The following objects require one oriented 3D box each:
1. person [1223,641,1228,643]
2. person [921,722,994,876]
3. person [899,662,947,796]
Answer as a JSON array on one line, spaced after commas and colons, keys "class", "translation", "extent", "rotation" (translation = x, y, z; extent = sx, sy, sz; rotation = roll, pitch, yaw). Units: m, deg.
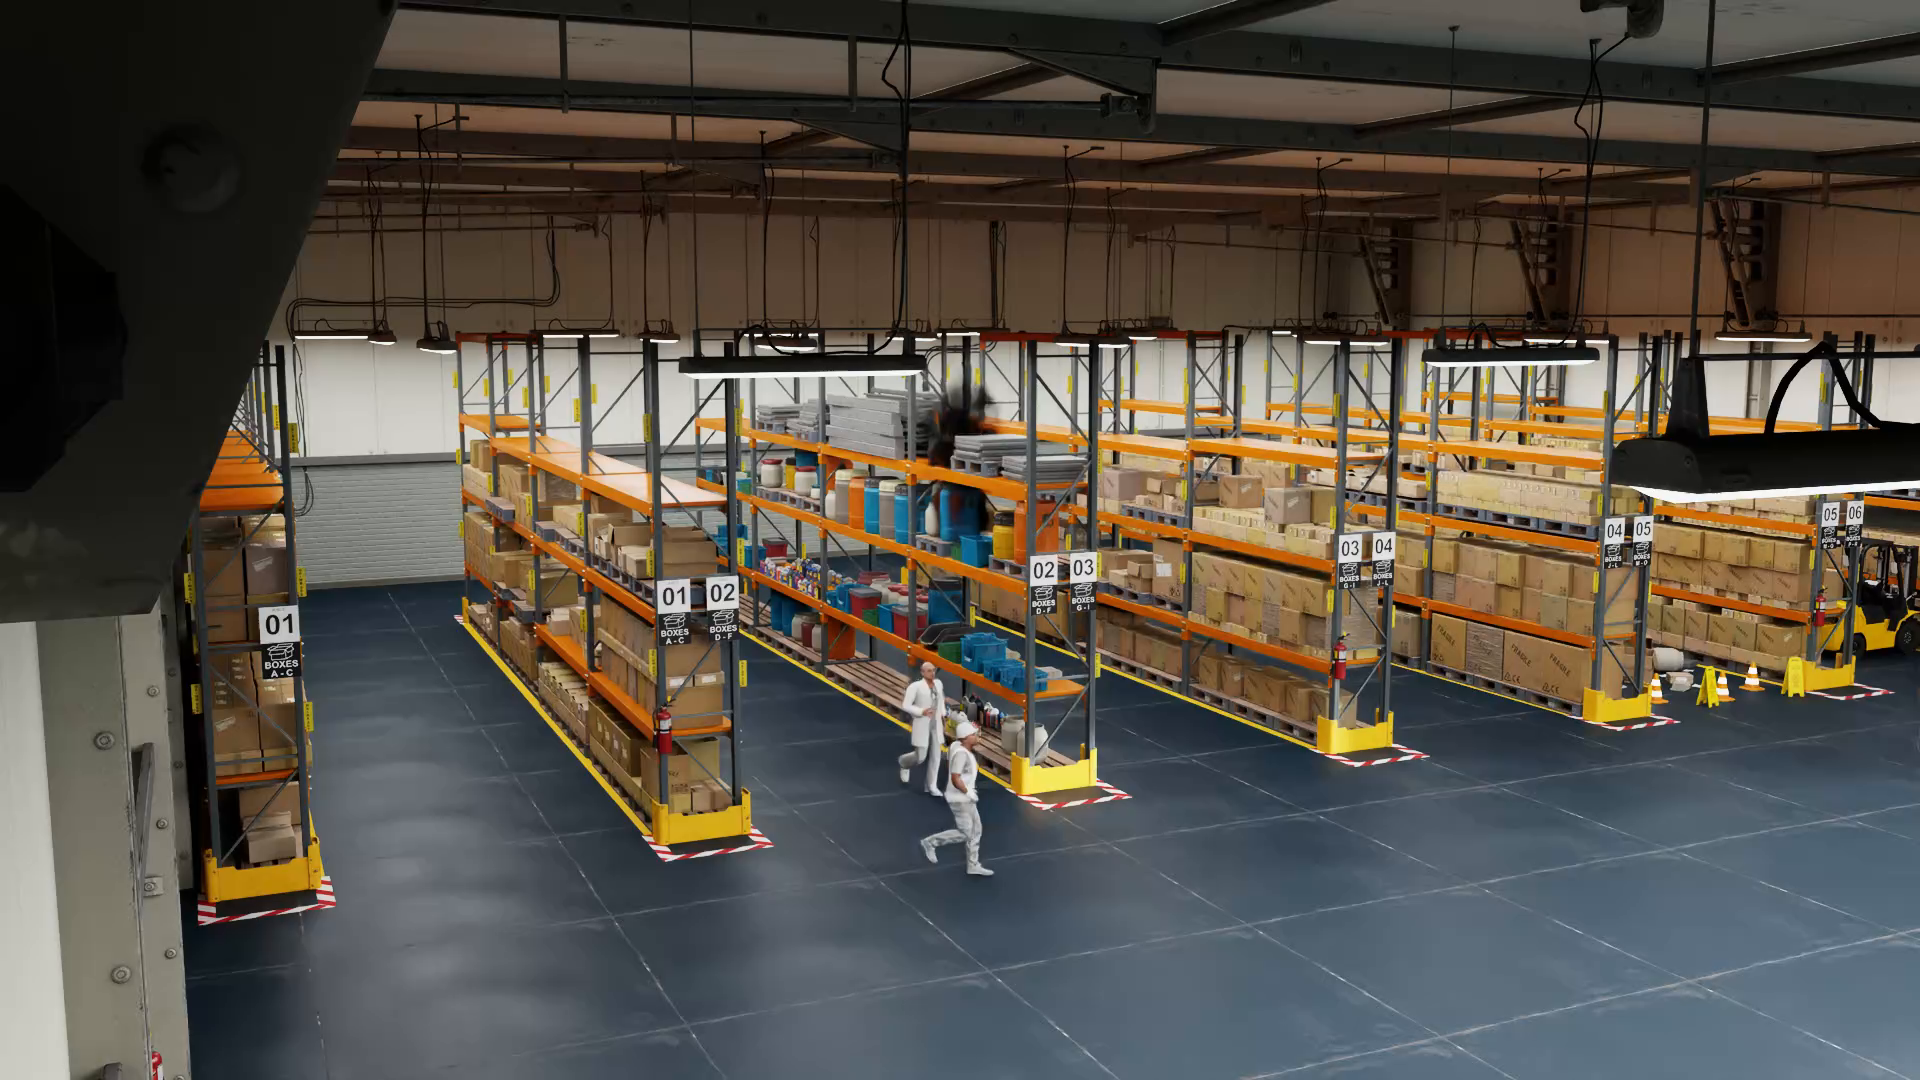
[{"class": "person", "translation": [5.140, 1.174, 32.387], "extent": [0.593, 1.639, 0.551], "rotation": [-4, 9, -27]}, {"class": "person", "translation": [-0.032, 2.939, 18.896], "extent": [0.832, 1.761, 0.706], "rotation": [0, 8, -1]}, {"class": "person", "translation": [-0.449, 2.491, 22.143], "extent": [0.745, 1.762, 0.793], "rotation": [-5, 9, -35]}]
